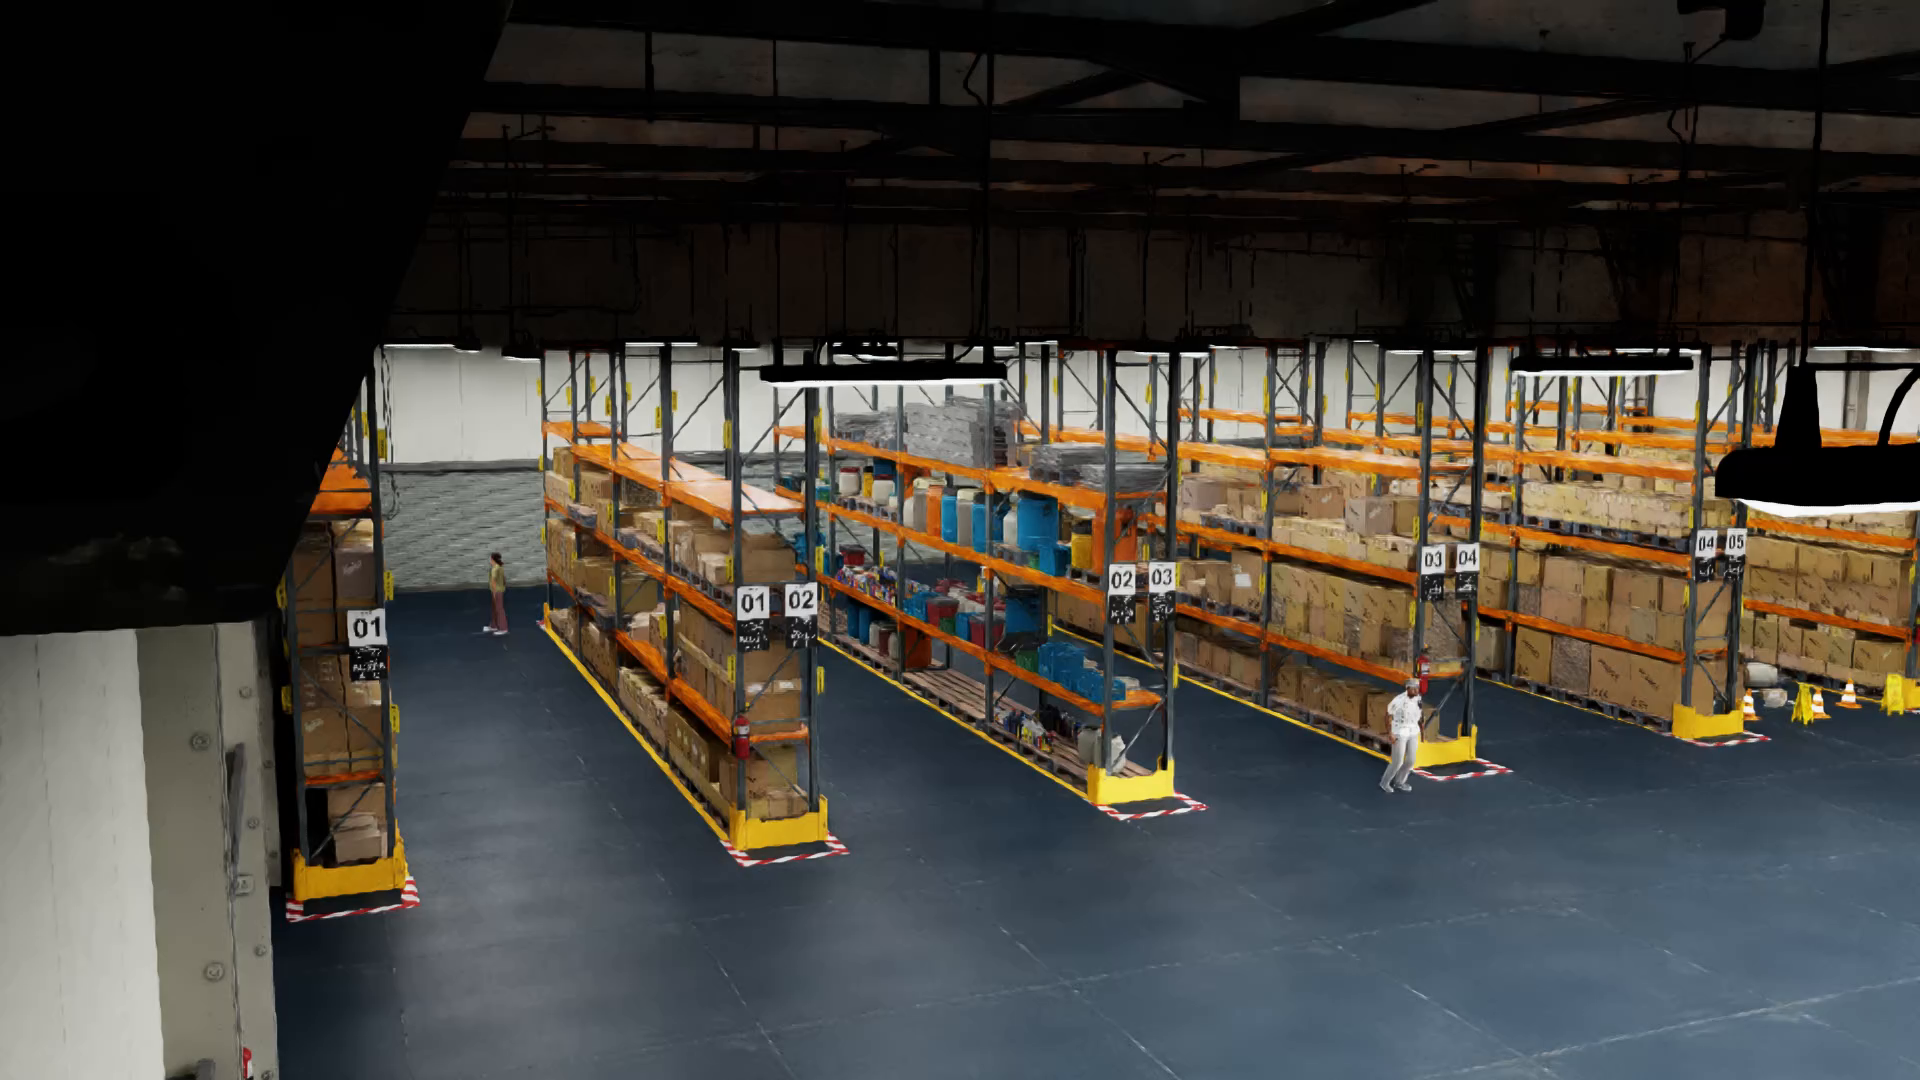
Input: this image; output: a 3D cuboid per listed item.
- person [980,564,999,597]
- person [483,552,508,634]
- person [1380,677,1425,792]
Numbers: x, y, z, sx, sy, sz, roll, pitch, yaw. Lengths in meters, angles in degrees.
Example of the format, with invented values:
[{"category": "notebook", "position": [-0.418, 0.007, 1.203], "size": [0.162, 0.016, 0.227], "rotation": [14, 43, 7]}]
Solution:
[{"category": "person", "position": [0.568, 0.942, 34.690], "size": [0.558, 1.750, 0.635], "rotation": [0, 7, -4]}, {"category": "person", "position": [-9.535, 1.066, 34.064], "size": [0.611, 1.665, 0.636], "rotation": [0, 7, 3]}, {"category": "person", "position": [6.002, 2.616, 22.489], "size": [0.593, 1.629, 0.526], "rotation": [-3, 8, -23]}]
